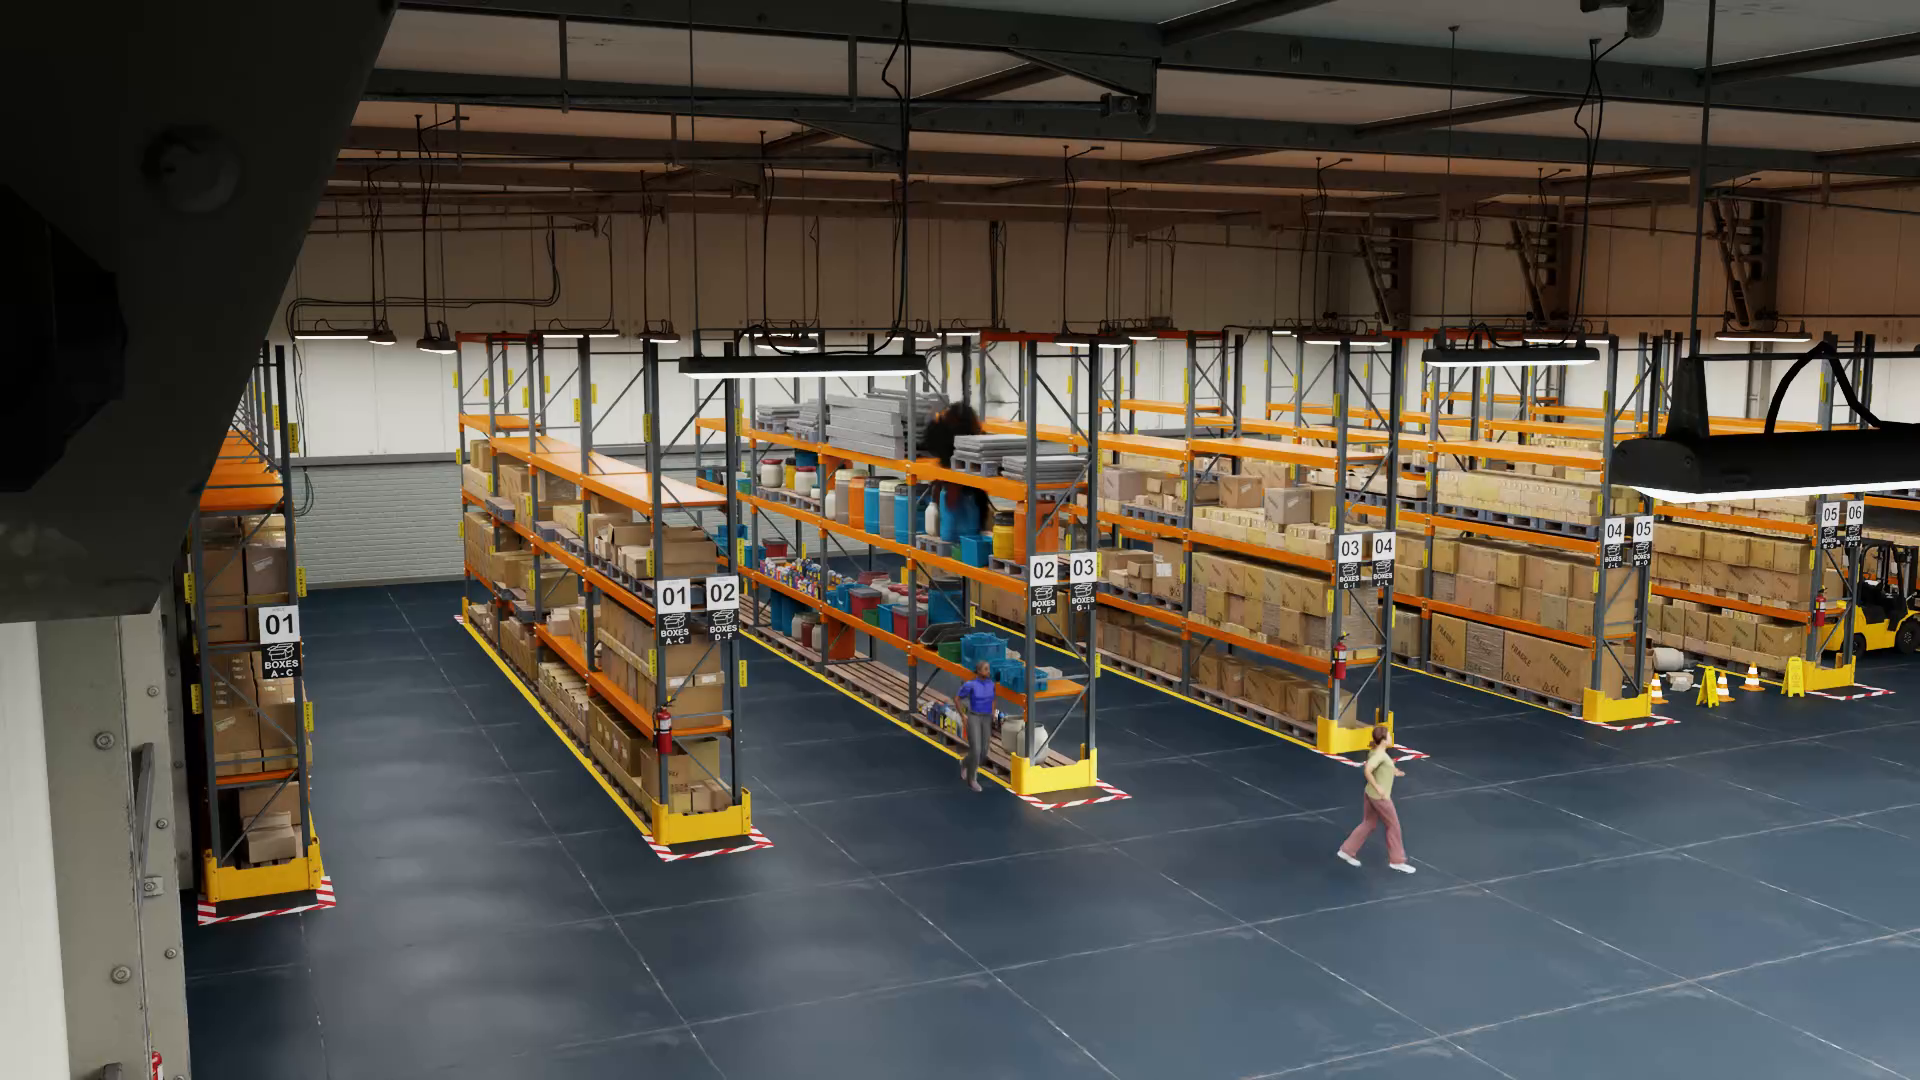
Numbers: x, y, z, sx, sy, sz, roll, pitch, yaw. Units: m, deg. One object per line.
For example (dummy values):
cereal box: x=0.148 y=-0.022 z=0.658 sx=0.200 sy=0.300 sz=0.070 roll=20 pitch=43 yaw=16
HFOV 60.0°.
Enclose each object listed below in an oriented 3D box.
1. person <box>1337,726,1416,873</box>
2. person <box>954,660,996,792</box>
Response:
person: x=4.755 y=2.940 z=18.927 sx=0.882 sy=1.680 sz=0.578 roll=0 pitch=8 yaw=-2
person: x=0.231 y=2.385 z=21.532 sx=0.616 sy=1.615 sz=0.629 roll=-5 pitch=9 yaw=-34
